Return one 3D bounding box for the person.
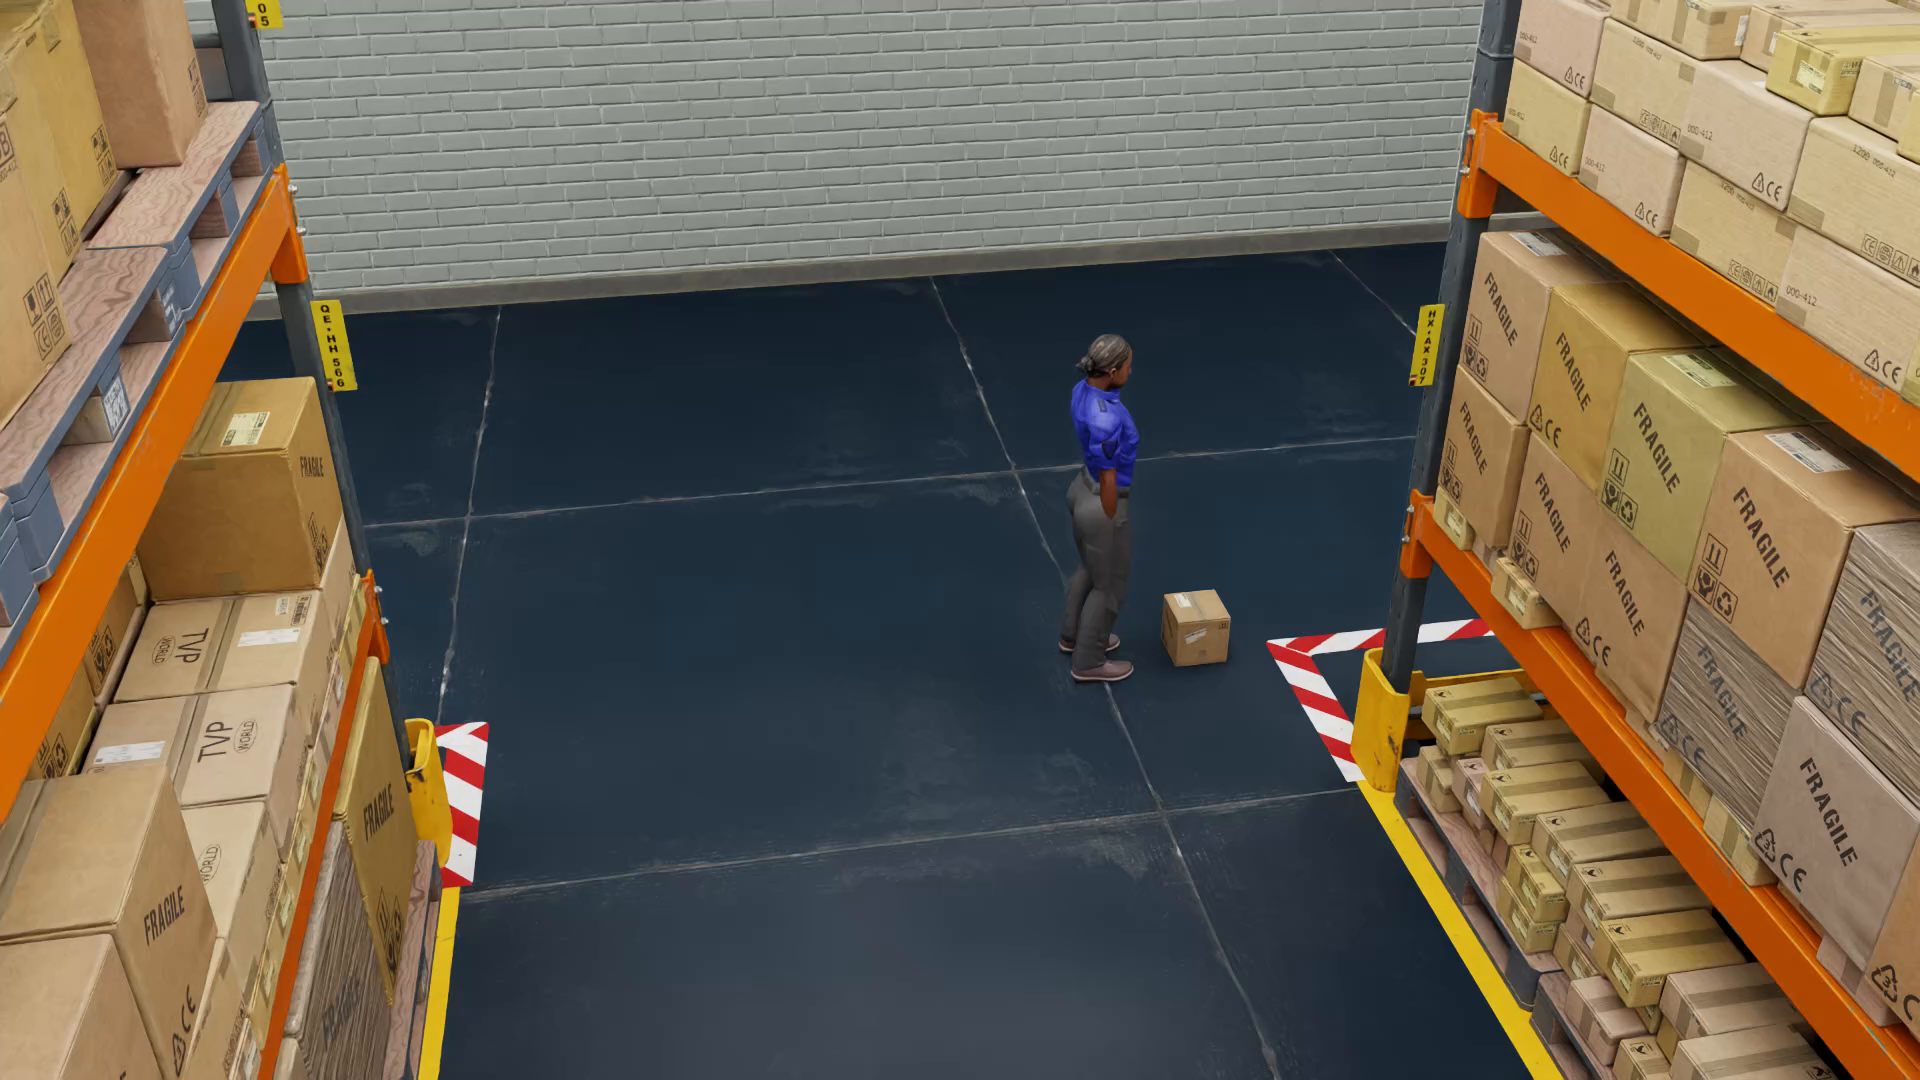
[{"bbox_3d":[0.630,-0.150,7.396,0.305,1.653,0.438,-5,31,-8],"label":"person"}]
